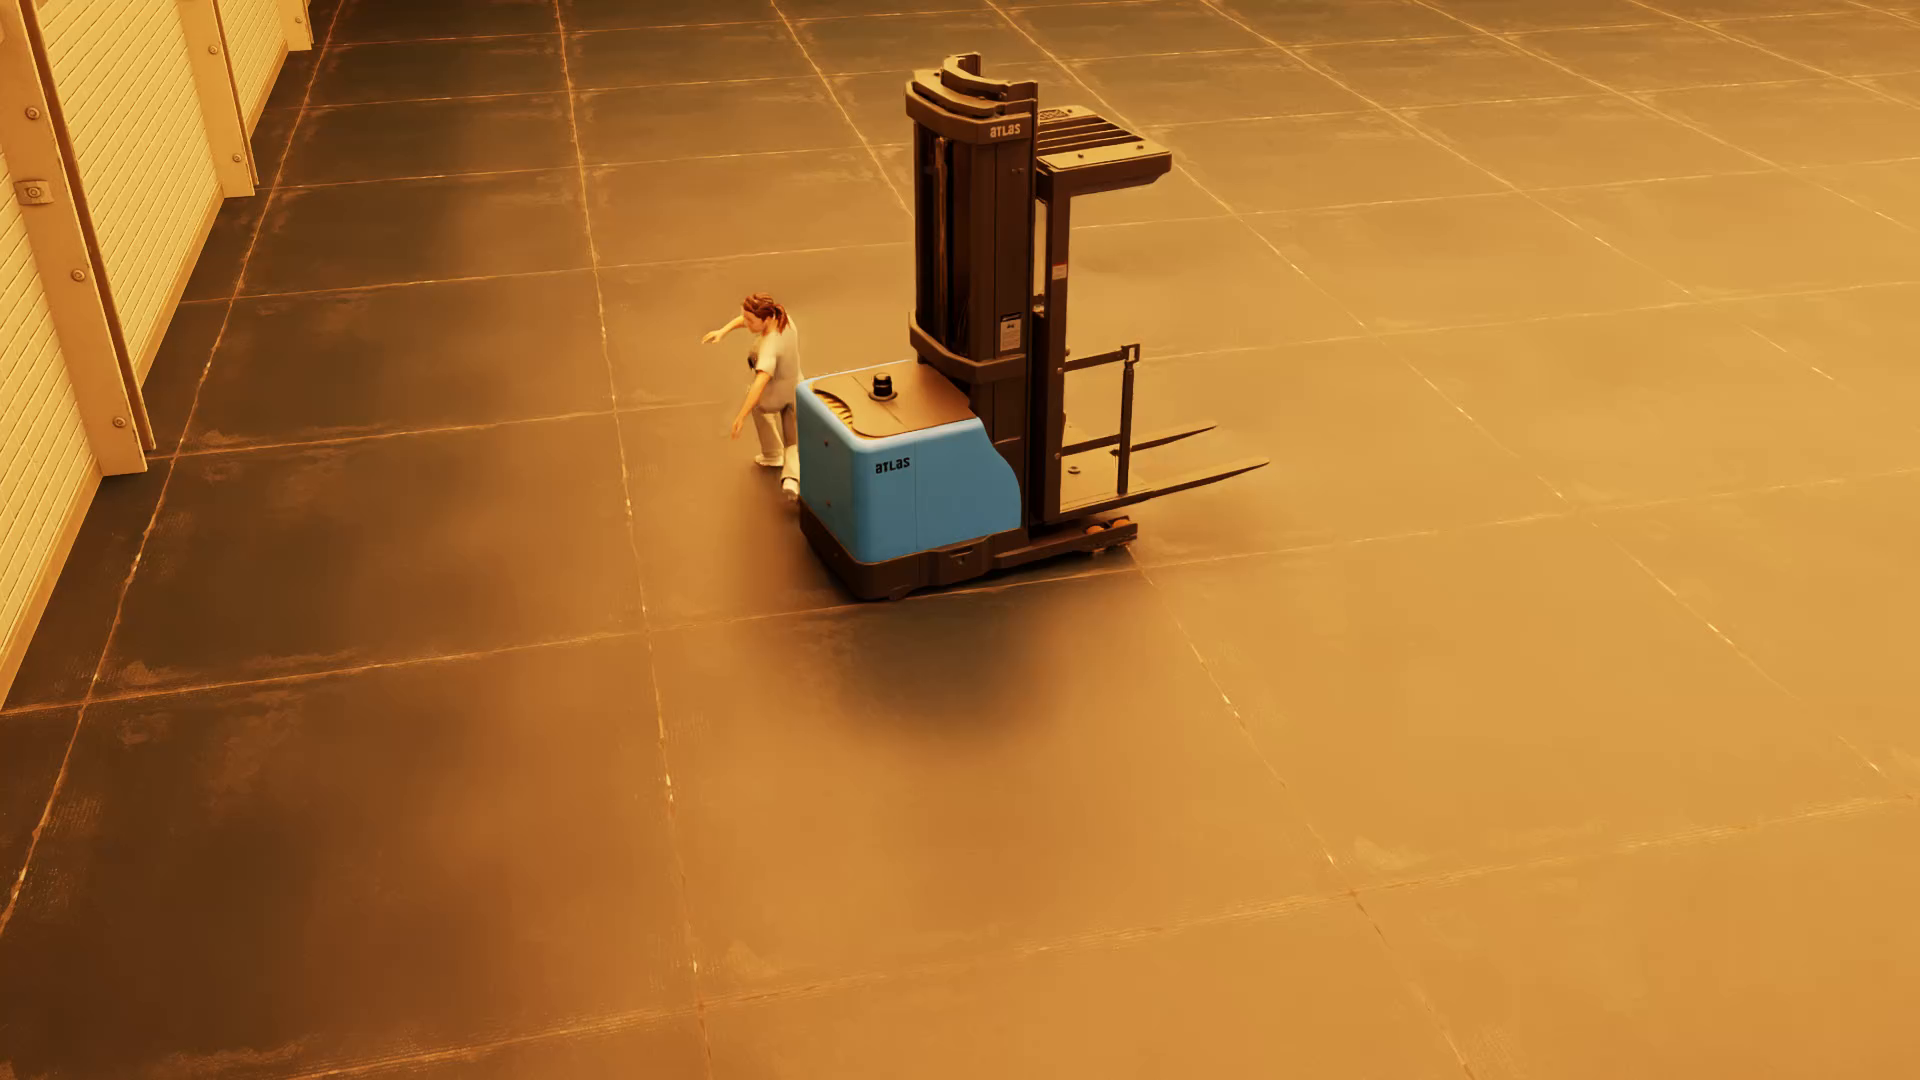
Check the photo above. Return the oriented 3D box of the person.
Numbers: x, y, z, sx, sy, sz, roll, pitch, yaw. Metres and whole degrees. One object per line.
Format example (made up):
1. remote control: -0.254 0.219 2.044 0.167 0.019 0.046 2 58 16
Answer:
1. person: -1.292 -0.930 10.753 0.684 1.439 0.947 -17 34 -27

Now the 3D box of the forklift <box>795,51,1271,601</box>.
1. forklift: 0.545 -1.410 10.010 3.031 2.935 1.130 -14 33 -23
